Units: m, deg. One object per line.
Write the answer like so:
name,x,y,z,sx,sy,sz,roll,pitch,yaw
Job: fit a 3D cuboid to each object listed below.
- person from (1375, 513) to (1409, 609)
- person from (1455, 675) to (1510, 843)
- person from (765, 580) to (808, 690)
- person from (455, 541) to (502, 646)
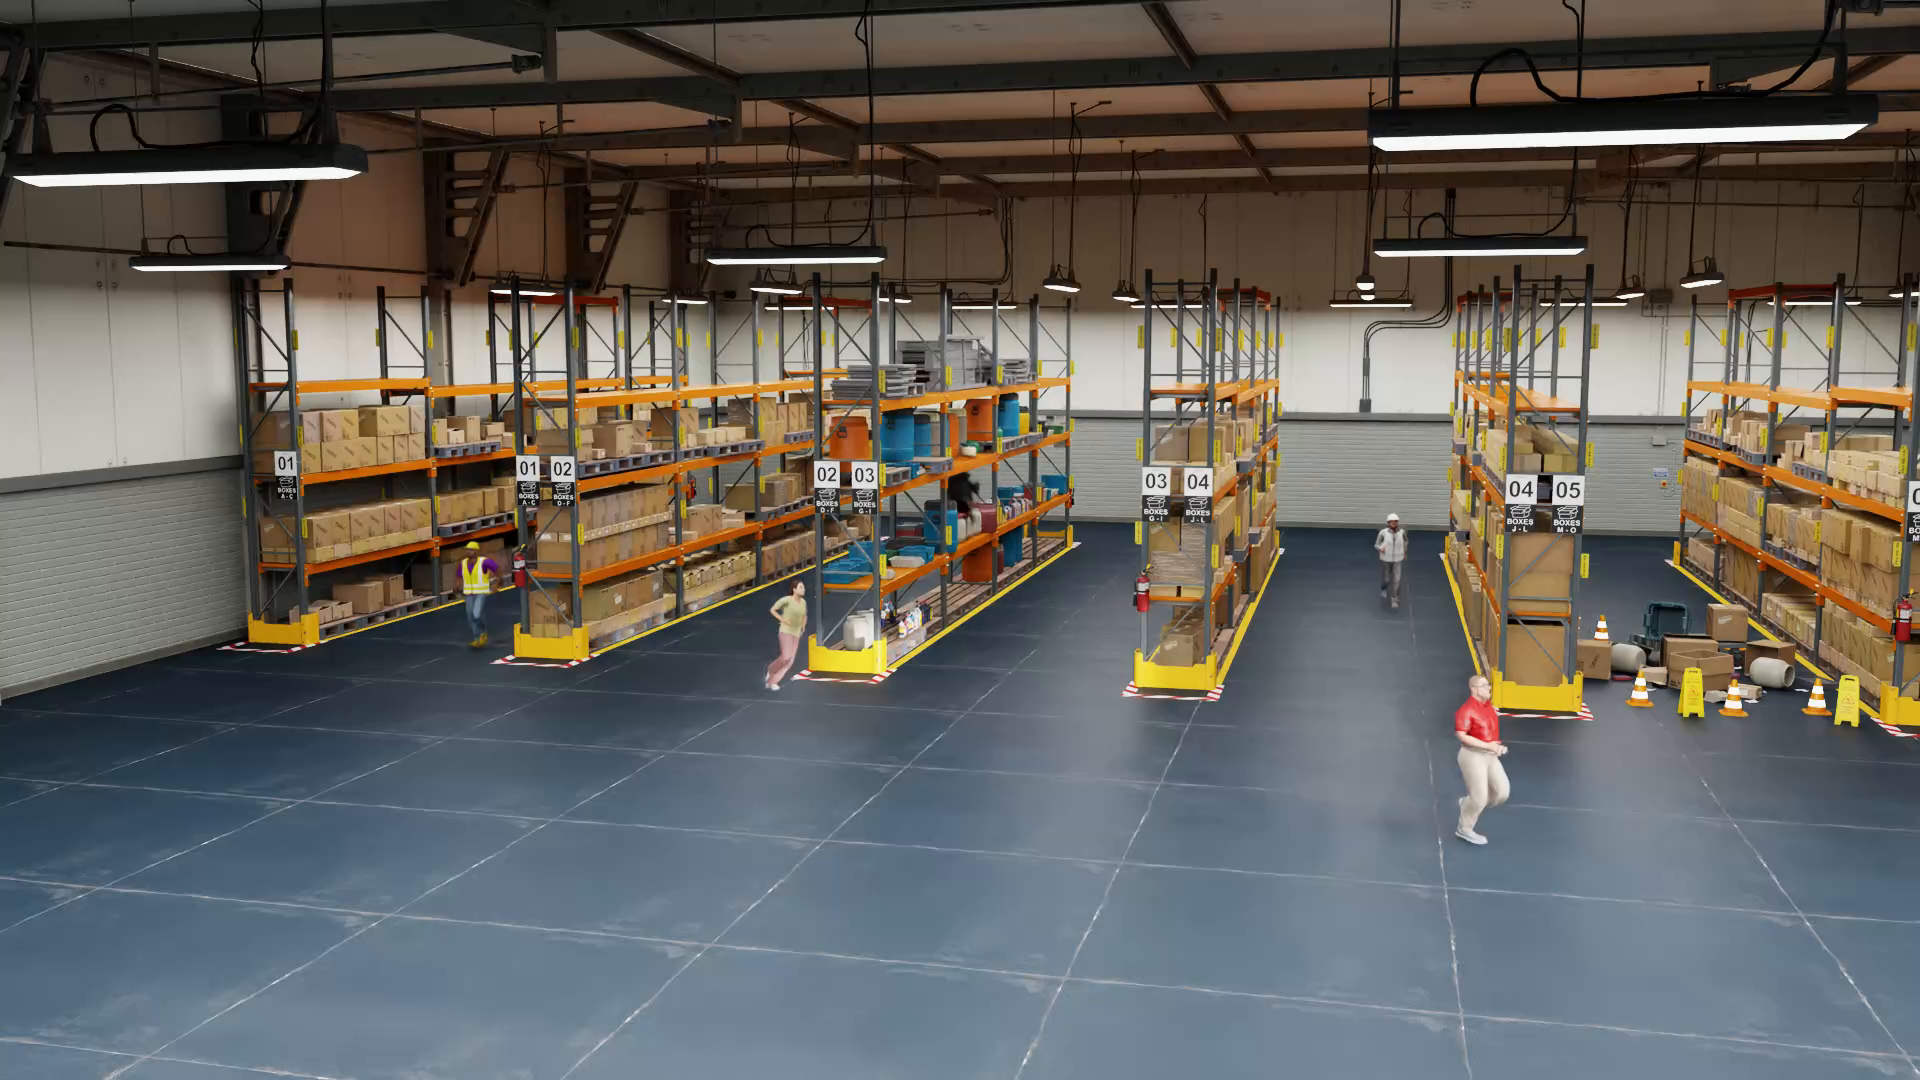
person,8.144,0.367,31.387,0.646,1.764,0.927,1,7,5
person,5.226,2.189,16.595,0.658,1.686,0.565,-6,9,-42
person,-2.446,1.356,23.977,0.688,1.568,0.514,-5,9,-38
person,-7.893,0.885,27.076,0.748,1.732,0.596,1,7,10
